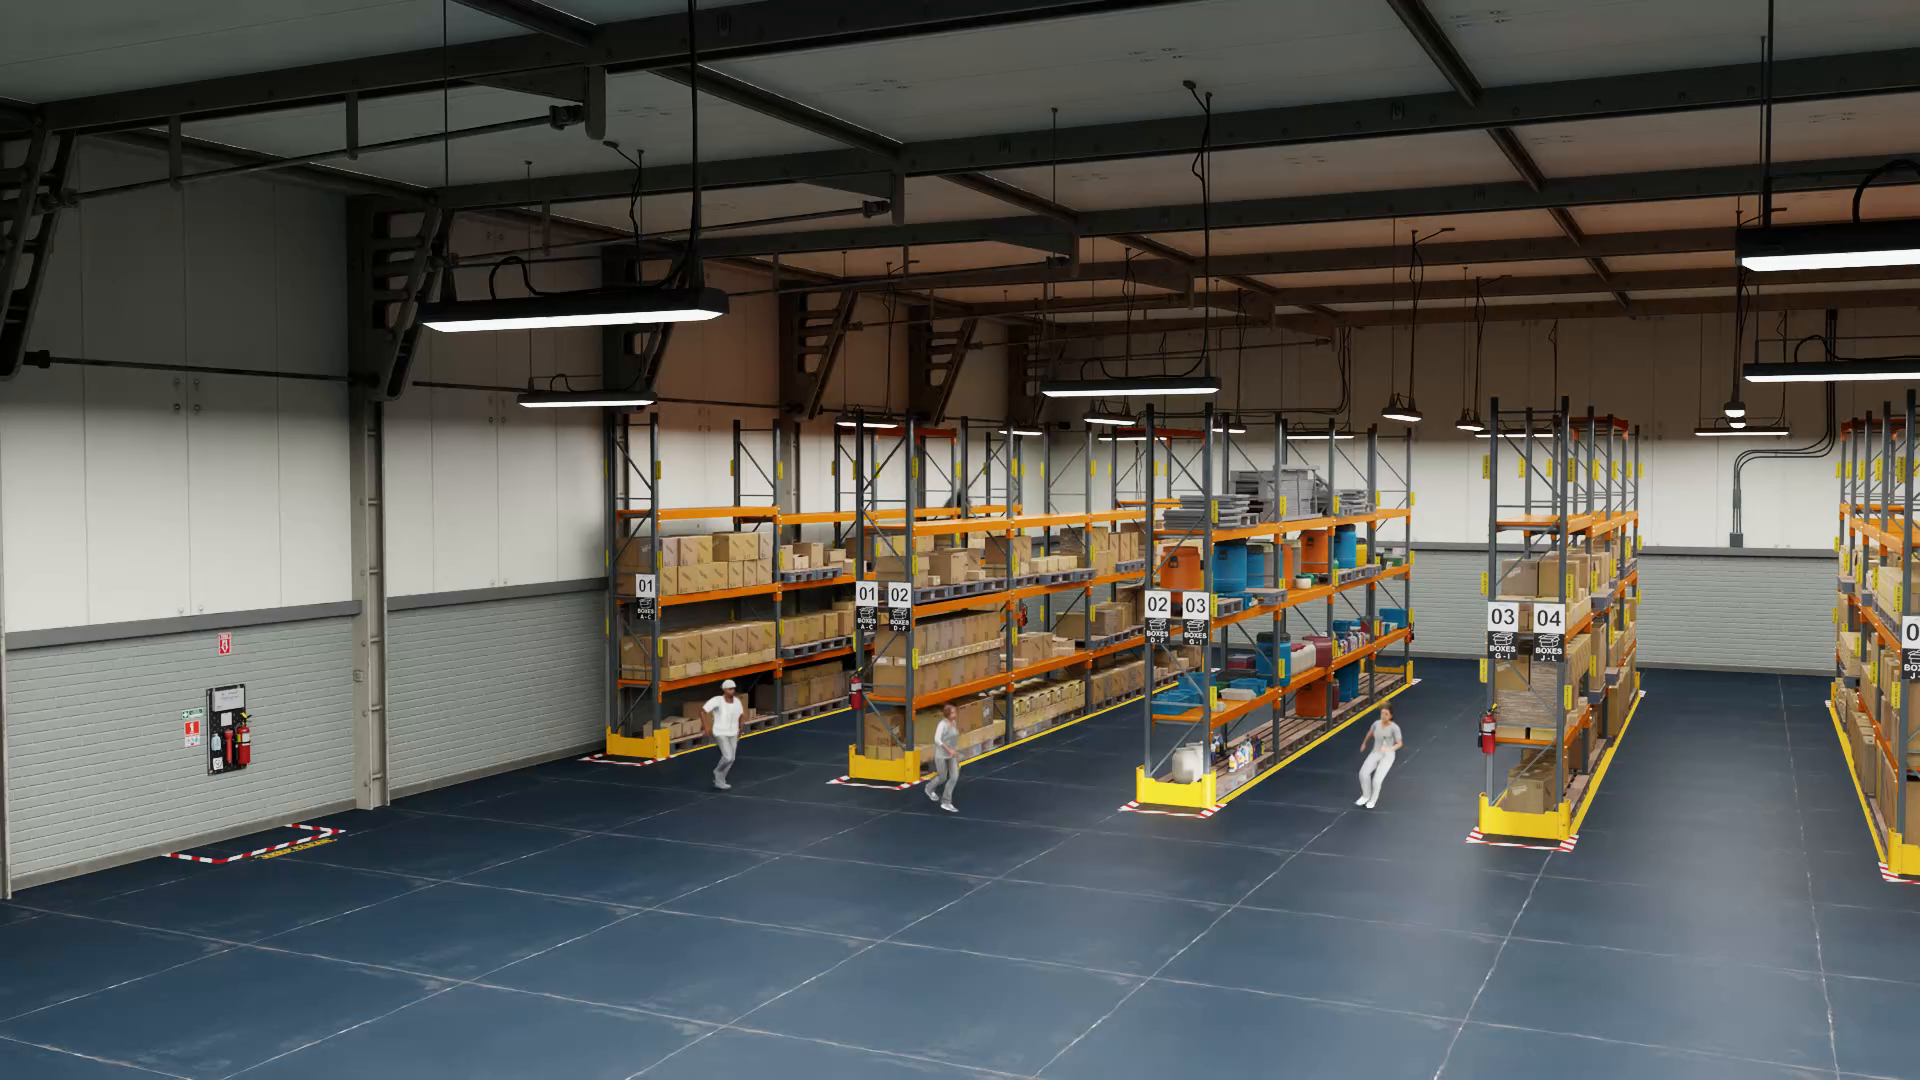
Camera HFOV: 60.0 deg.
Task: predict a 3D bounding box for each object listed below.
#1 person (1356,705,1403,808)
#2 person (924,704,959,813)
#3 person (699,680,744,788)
[{"bbox_3d":[6.147,3.194,24.437,0.736,1.564,0.629,2,3,32],"label":"person"},{"bbox_3d":[-0.300,3.190,24.520,0.715,1.577,0.522,2,3,44],"label":"person"},{"bbox_3d":[-3.670,3.041,26.001,0.753,1.718,0.557,-2,3,-40],"label":"person"}]
